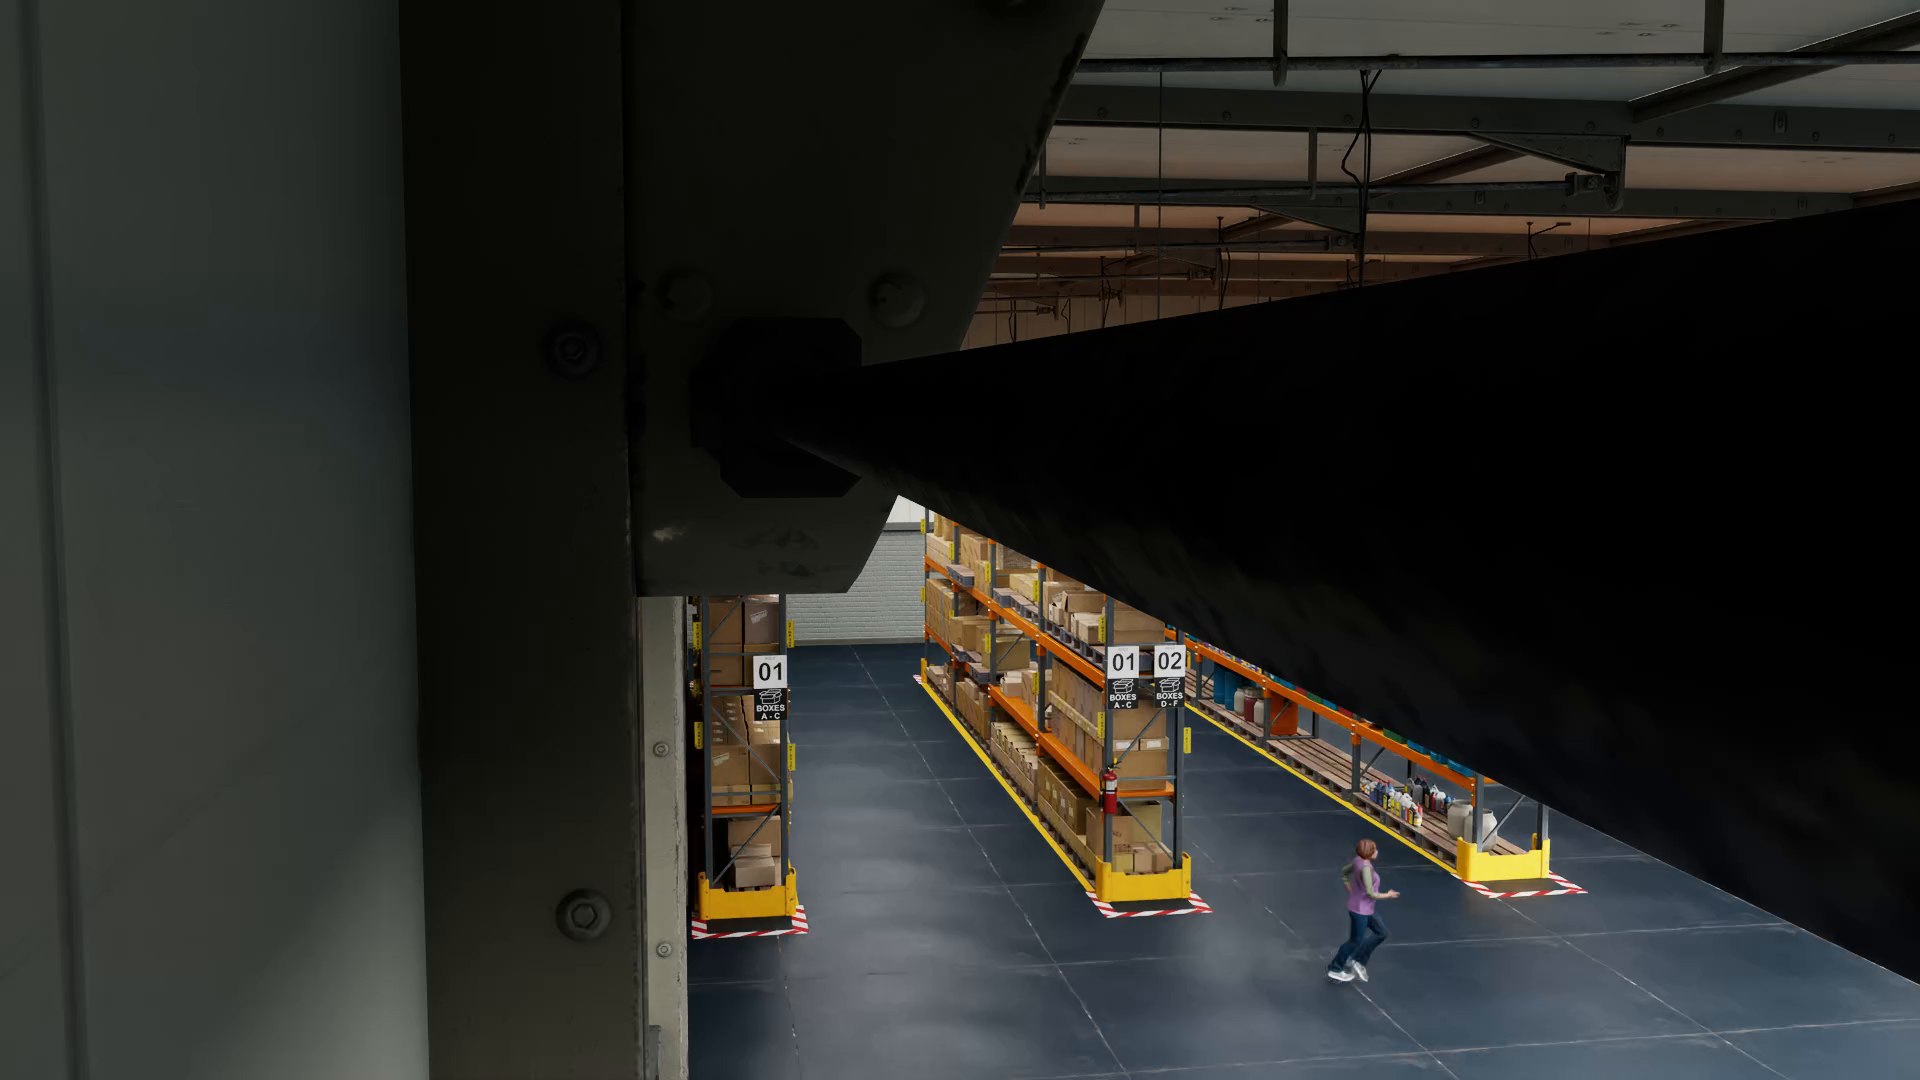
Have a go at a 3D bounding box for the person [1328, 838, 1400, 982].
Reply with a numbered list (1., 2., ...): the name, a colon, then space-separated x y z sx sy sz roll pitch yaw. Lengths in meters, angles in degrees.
1. person: 4.322 3.967 17.791 0.732 1.585 0.504 1 5 11
